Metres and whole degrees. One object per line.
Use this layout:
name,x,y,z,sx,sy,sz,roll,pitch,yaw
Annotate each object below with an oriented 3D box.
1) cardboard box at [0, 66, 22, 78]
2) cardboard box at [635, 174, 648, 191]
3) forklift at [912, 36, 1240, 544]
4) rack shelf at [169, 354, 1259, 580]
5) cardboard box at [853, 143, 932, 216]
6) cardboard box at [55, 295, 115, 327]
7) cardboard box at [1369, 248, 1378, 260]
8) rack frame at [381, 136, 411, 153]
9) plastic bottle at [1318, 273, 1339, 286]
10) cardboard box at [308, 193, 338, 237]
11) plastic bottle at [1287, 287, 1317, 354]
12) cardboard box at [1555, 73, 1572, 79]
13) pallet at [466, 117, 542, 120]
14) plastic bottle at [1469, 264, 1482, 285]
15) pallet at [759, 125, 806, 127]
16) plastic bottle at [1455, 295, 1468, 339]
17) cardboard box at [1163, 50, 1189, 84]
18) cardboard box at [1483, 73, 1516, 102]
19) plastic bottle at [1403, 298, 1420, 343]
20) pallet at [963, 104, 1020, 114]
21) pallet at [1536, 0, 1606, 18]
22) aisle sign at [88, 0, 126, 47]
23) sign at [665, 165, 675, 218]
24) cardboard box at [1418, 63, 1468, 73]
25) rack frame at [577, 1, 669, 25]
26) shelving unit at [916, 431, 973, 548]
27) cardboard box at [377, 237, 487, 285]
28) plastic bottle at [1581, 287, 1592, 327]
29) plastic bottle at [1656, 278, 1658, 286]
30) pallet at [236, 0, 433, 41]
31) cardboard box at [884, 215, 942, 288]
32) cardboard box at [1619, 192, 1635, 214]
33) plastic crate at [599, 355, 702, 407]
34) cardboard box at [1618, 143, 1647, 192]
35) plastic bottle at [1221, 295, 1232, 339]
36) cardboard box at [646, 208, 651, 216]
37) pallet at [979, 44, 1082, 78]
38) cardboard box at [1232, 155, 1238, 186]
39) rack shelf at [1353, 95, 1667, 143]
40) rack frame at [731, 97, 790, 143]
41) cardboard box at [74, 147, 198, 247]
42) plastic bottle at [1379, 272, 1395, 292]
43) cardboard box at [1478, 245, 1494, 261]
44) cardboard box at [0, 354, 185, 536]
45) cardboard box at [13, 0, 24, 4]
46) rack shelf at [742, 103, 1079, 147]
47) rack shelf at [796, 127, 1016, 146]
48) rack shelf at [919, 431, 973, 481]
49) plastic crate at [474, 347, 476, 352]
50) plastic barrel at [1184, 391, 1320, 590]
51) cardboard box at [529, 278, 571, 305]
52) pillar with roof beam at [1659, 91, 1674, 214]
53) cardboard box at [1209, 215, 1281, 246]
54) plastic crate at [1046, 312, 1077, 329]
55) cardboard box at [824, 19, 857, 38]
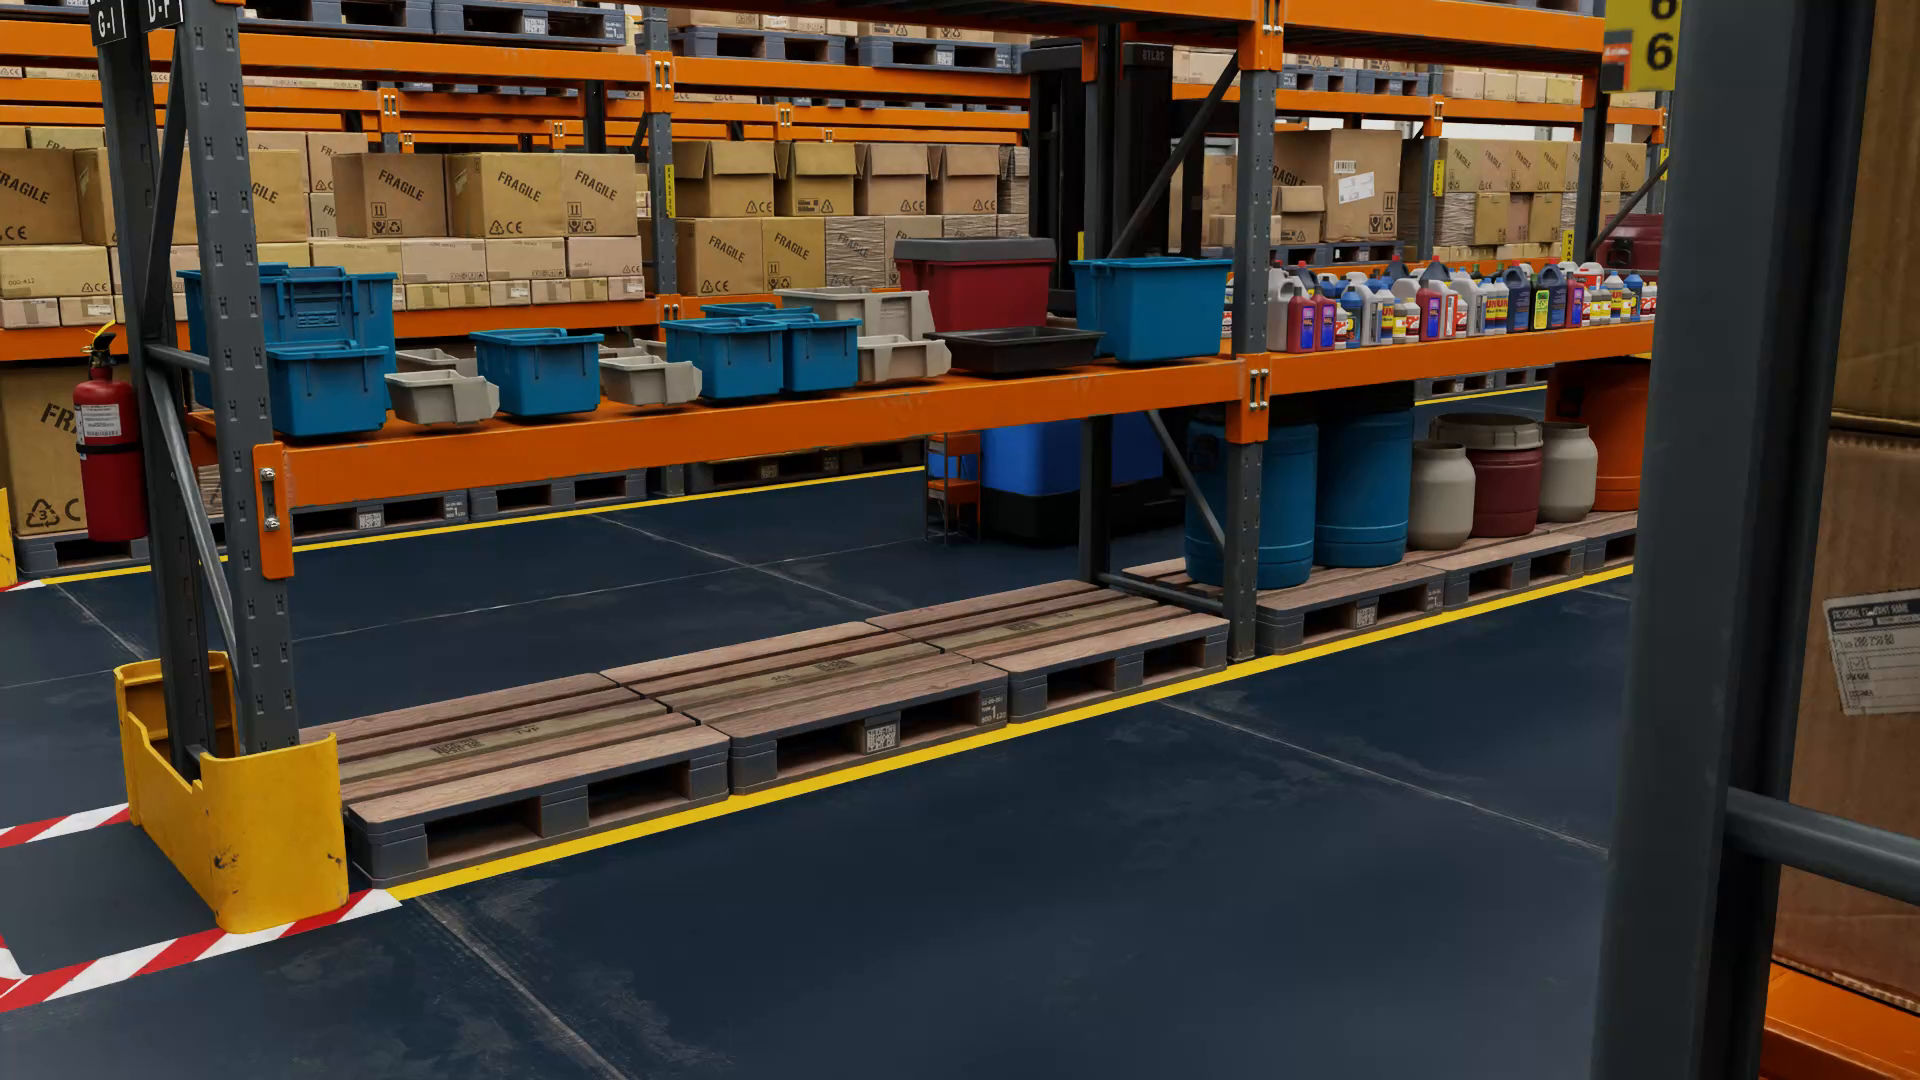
cardboard box,-7.396,-3.605,12.522,0.500,0.250,0.500,-9,15,-36
cardboard box,-4.346,-4.443,21.365,0.500,0.500,0.500,-8,15,-35
forklift,1.157,-1.641,10.303,3.031,2.935,1.130,-10,16,-40
rack shelf,-0.645,-0.413,6.084,4.000,0.370,1.077,-9,15,-38
cardboard box,-0.665,-2.622,12.099,0.637,0.503,0.797,-9,15,-36
cardboard box,-4.618,-1.212,8.719,0.250,0.149,0.380,-10,15,-38
cardboard box,4.054,-2.818,16.285,0.250,0.149,0.380,-9,15,-38
rack frame,-8.348,-4.759,24.817,0.127,3.000,1.000,-9,15,-38
plastic bottle,1.807,-1.198,8.345,0.135,0.276,0.152,-9,15,-38
cardboard box,-5.398,-2.731,14.312,0.500,0.500,0.500,-9,15,-38
plastic bottle,1.470,-0.946,7.141,0.133,0.283,0.061,-9,15,-38
cardboard box,5.908,-4.691,16.680,0.250,0.149,0.380,-10,16,-41
pallet,-5.714,-5.237,20.302,1.003,0.211,1.213,-9,15,-35
plastic bottle,2.826,-1.383,9.199,0.133,0.283,0.061,-9,15,-38
pallet,-2.670,-5.786,22.885,1.003,0.211,1.213,-9,15,-38
plastic bottle,2.347,-1.056,7.859,0.097,0.201,0.097,0,12,0
cardboard box,1.472,-3.760,13.255,0.500,0.250,0.500,-9,15,-37
cardboard box,4.991,-4.346,16.014,0.500,0.250,0.500,-10,15,-38
plastic bottle,2.062,-1.009,7.636,0.097,0.201,0.097,0,12,0
pallet,0.365,-4.930,18.864,1.217,0.209,0.805,-10,16,-40
pallet,3.382,-2.835,8.991,1.213,0.211,1.003,-9,15,-38
aisle sign,-2.446,-1.815,4.697,0.004,0.787,0.394,-9,15,-38
sign,-1.829,-2.200,10.493,0.005,0.325,0.100,-9,15,-38
cardboard box,4.516,-4.447,15.529,0.250,0.149,0.380,-10,16,-39
rack frame,-2.177,-4.762,10.391,0.127,3.000,1.000,-9,15,-38
shelving unit,-0.089,-0.498,9.448,0.252,1.050,0.215,-10,16,-40
cardboard box,-3.159,-1.666,9.899,0.500,0.250,0.500,-9,15,-37
plastic bottle,3.177,-1.194,8.509,0.097,0.201,0.097,0,12,0
plastic bottle,3.811,-1.335,8.973,0.133,0.283,0.061,-9,15,-38
pallet,-3.775,-2.990,9.479,1.213,0.211,1.003,-9,15,-38
cardboard box,-0.479,-2.094,12.027,0.500,0.500,0.500,-9,15,-37
cardboard box,6.746,-3.512,17.991,0.500,0.500,0.875,-9,15,-38
plastic crate,-0.976,-0.501,5.255,0.298,0.136,0.250,-9,15,-38
cardboard box,6.918,-3.957,17.677,0.500,0.500,0.500,-9,15,-38
plastic bottle,1.238,-1.058,7.866,0.097,0.201,0.097,0,12,0
cardboard box,-2.977,-3.121,15.981,0.250,0.149,0.380,-10,15,-38
pallet,0.477,-3.629,12.733,1.003,0.211,1.213,-9,15,-35
cardboard box,3.488,-4.676,21.466,0.550,0.550,0.875,-9,15,-38
rack shelf,5.631,-4.241,16.888,4.000,0.370,1.077,-9,15,-38
rack frame,-2.073,-3.164,17.309,0.127,3.000,1.000,-9,15,-38
cardboard box,-4.367,-1.831,8.869,0.500,0.500,0.500,-10,16,-39
plastic bottle,2.204,-1.252,8.614,0.097,0.271,0.097,0,12,0
cardboard box,4.996,-2.823,16.307,0.250,0.149,0.380,-9,15,-38
cardboard box,-4.851,-0.571,9.199,0.875,0.875,0.875,-9,15,-38
cardboard box,-7.132,-4.100,12.693,0.250,0.149,0.380,-9,15,-36
rack shelf,-0.512,-4.539,18.294,4.000,0.370,1.077,-9,15,-38
rack shelf,-0.560,-5.848,24.458,4.000,0.370,1.077,-9,15,-38
rack shelf,-0.089,-0.488,9.450,0.240,0.259,0.215,-10,16,-40
plastic crate,-1.448,-0.576,5.611,0.243,0.136,0.396,-9,15,-38
plastic barrel,1.352,-0.271,7.725,0.708,0.901,0.600,-9,15,-38
cardboard box,-2.612,-1.545,10.290,0.250,0.149,0.380,-10,15,-39
pillar with roof beam,22.907,-11.982,44.390,0.548,9.000,9.100,-9,15,-38
cardboard box,2.399,-2.659,14.279,0.500,0.250,0.500,-10,16,-39
plastic crate,0.464,-0.887,7.077,0.243,0.136,0.396,-9,15,-38
cardboard box,-0.921,-3.546,11.481,0.250,0.149,0.380,-10,16,-40
